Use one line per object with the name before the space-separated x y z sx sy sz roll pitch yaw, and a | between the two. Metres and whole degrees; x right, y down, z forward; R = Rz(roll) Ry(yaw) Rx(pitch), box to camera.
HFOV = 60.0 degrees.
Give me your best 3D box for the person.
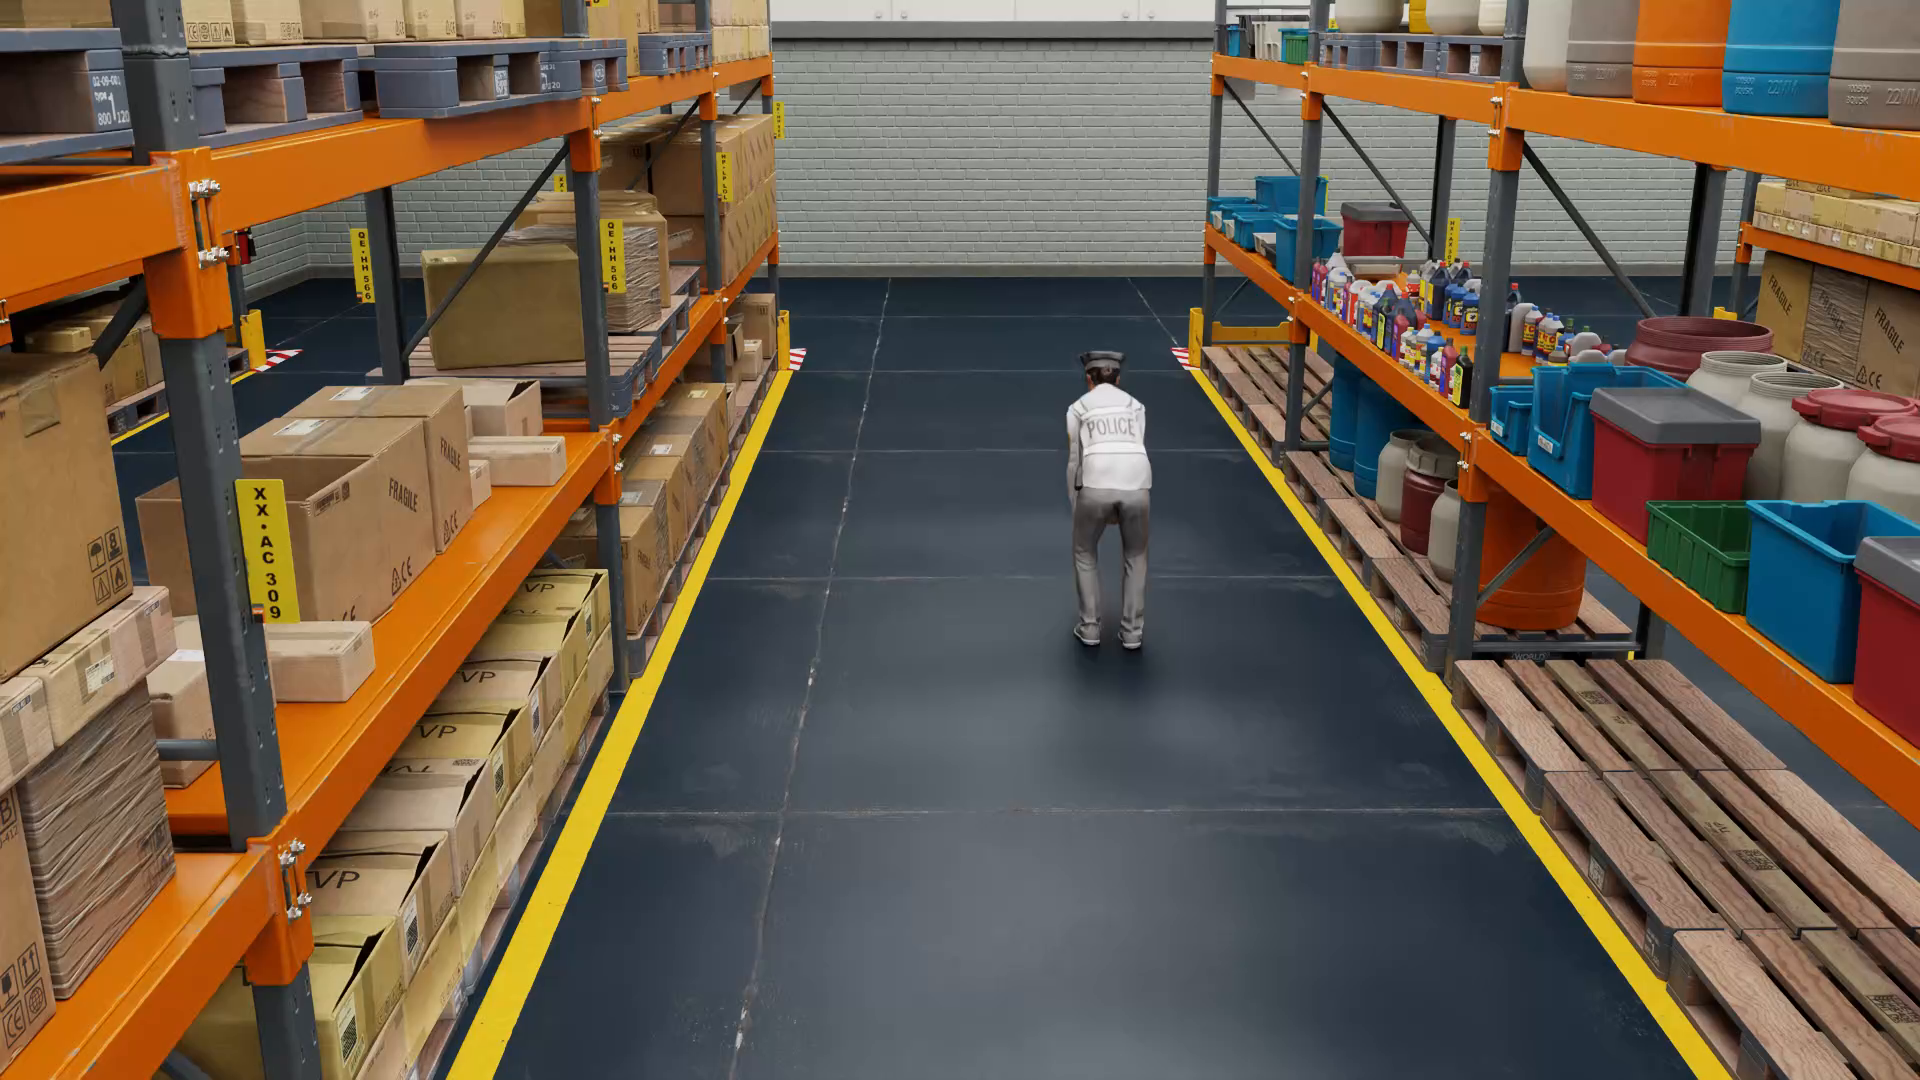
person | 0.753 -0.216 8.575 0.415 1.474 0.749 -1 17 -2
